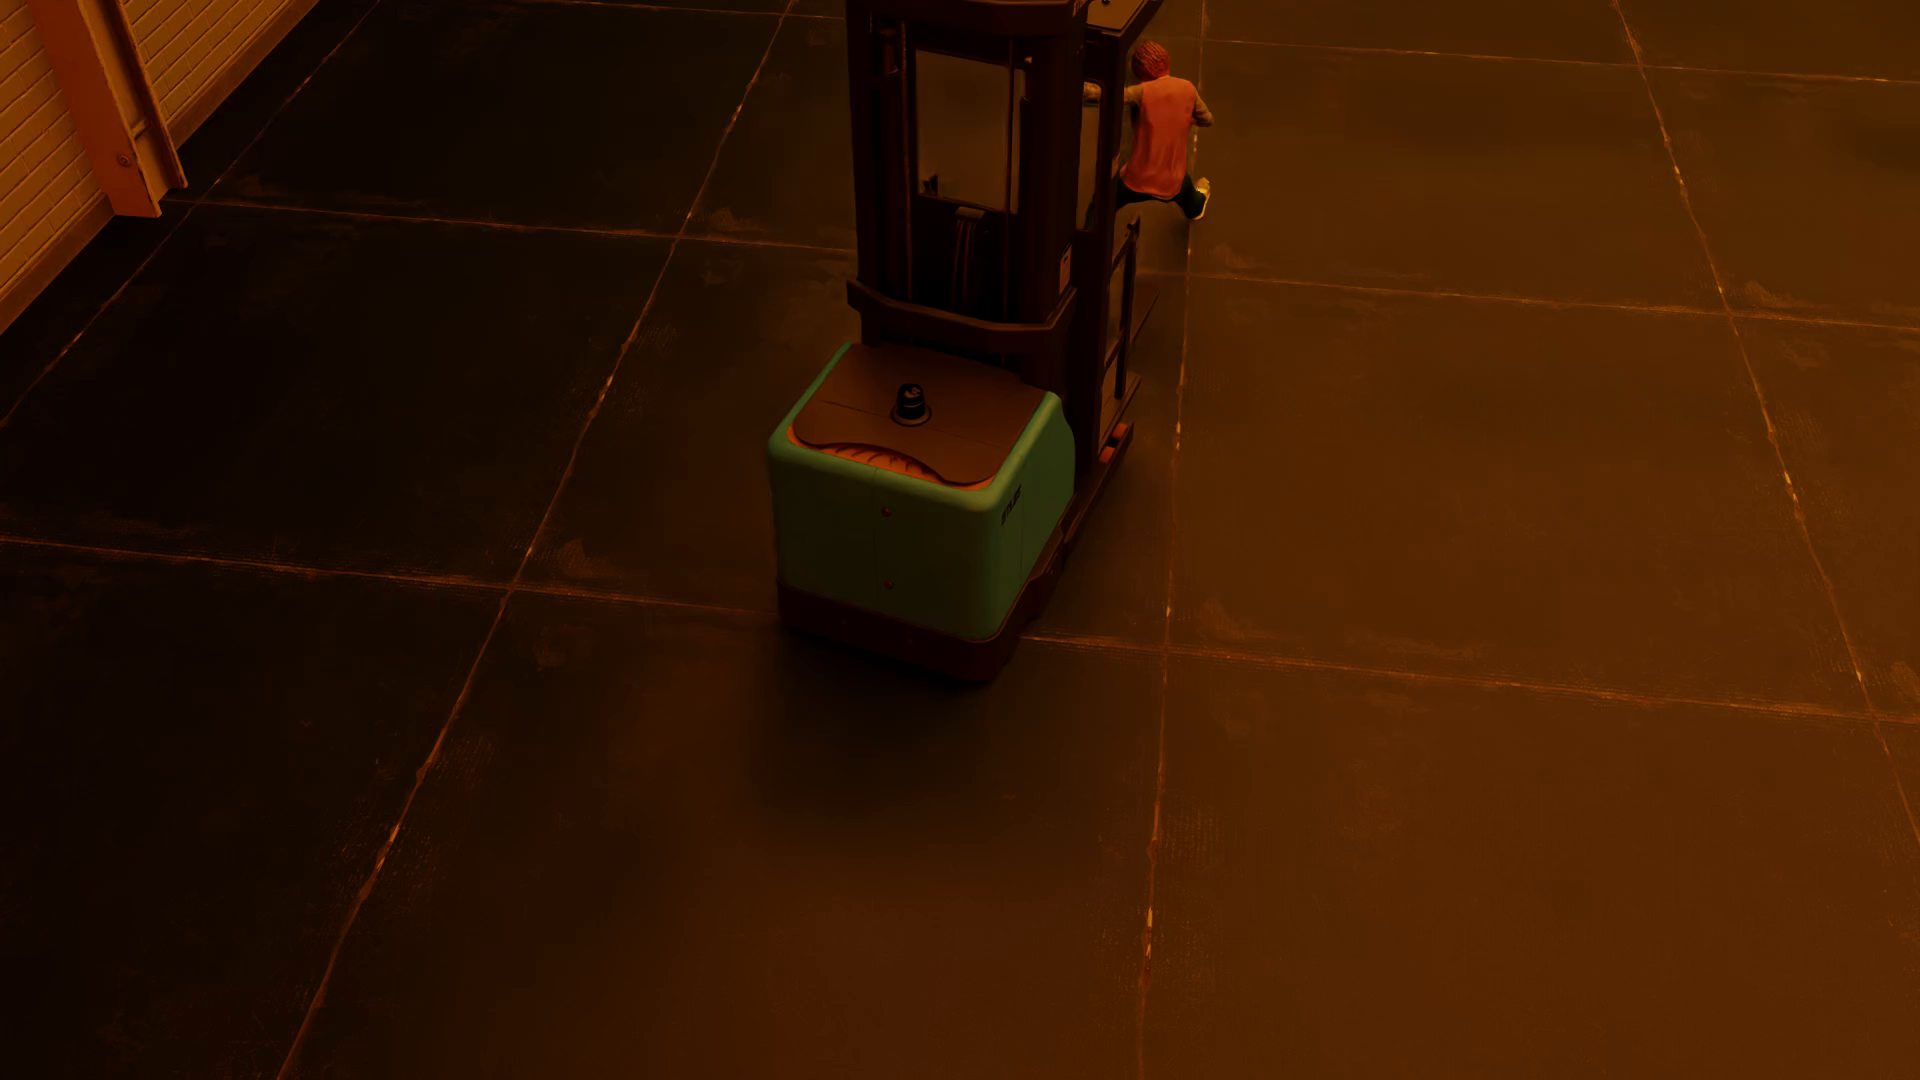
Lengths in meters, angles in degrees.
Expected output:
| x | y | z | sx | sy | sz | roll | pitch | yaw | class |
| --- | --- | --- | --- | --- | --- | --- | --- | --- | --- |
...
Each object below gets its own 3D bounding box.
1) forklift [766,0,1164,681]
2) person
| x | y | z | sx | sy | sz | roll | pitch | yaw | class |
| --- | --- | --- | --- | --- | --- | --- | --- | --- | --- |
| 0.223 | -1.481 | 7.336 | 1.130 | 2.935 | 3.031 | 16 | 45 | 16 | forklift |
| 1.053 | -2.167 | 9.344 | 0.977 | 1.302 | 0.922 | -3 | 43 | -4 | person |
